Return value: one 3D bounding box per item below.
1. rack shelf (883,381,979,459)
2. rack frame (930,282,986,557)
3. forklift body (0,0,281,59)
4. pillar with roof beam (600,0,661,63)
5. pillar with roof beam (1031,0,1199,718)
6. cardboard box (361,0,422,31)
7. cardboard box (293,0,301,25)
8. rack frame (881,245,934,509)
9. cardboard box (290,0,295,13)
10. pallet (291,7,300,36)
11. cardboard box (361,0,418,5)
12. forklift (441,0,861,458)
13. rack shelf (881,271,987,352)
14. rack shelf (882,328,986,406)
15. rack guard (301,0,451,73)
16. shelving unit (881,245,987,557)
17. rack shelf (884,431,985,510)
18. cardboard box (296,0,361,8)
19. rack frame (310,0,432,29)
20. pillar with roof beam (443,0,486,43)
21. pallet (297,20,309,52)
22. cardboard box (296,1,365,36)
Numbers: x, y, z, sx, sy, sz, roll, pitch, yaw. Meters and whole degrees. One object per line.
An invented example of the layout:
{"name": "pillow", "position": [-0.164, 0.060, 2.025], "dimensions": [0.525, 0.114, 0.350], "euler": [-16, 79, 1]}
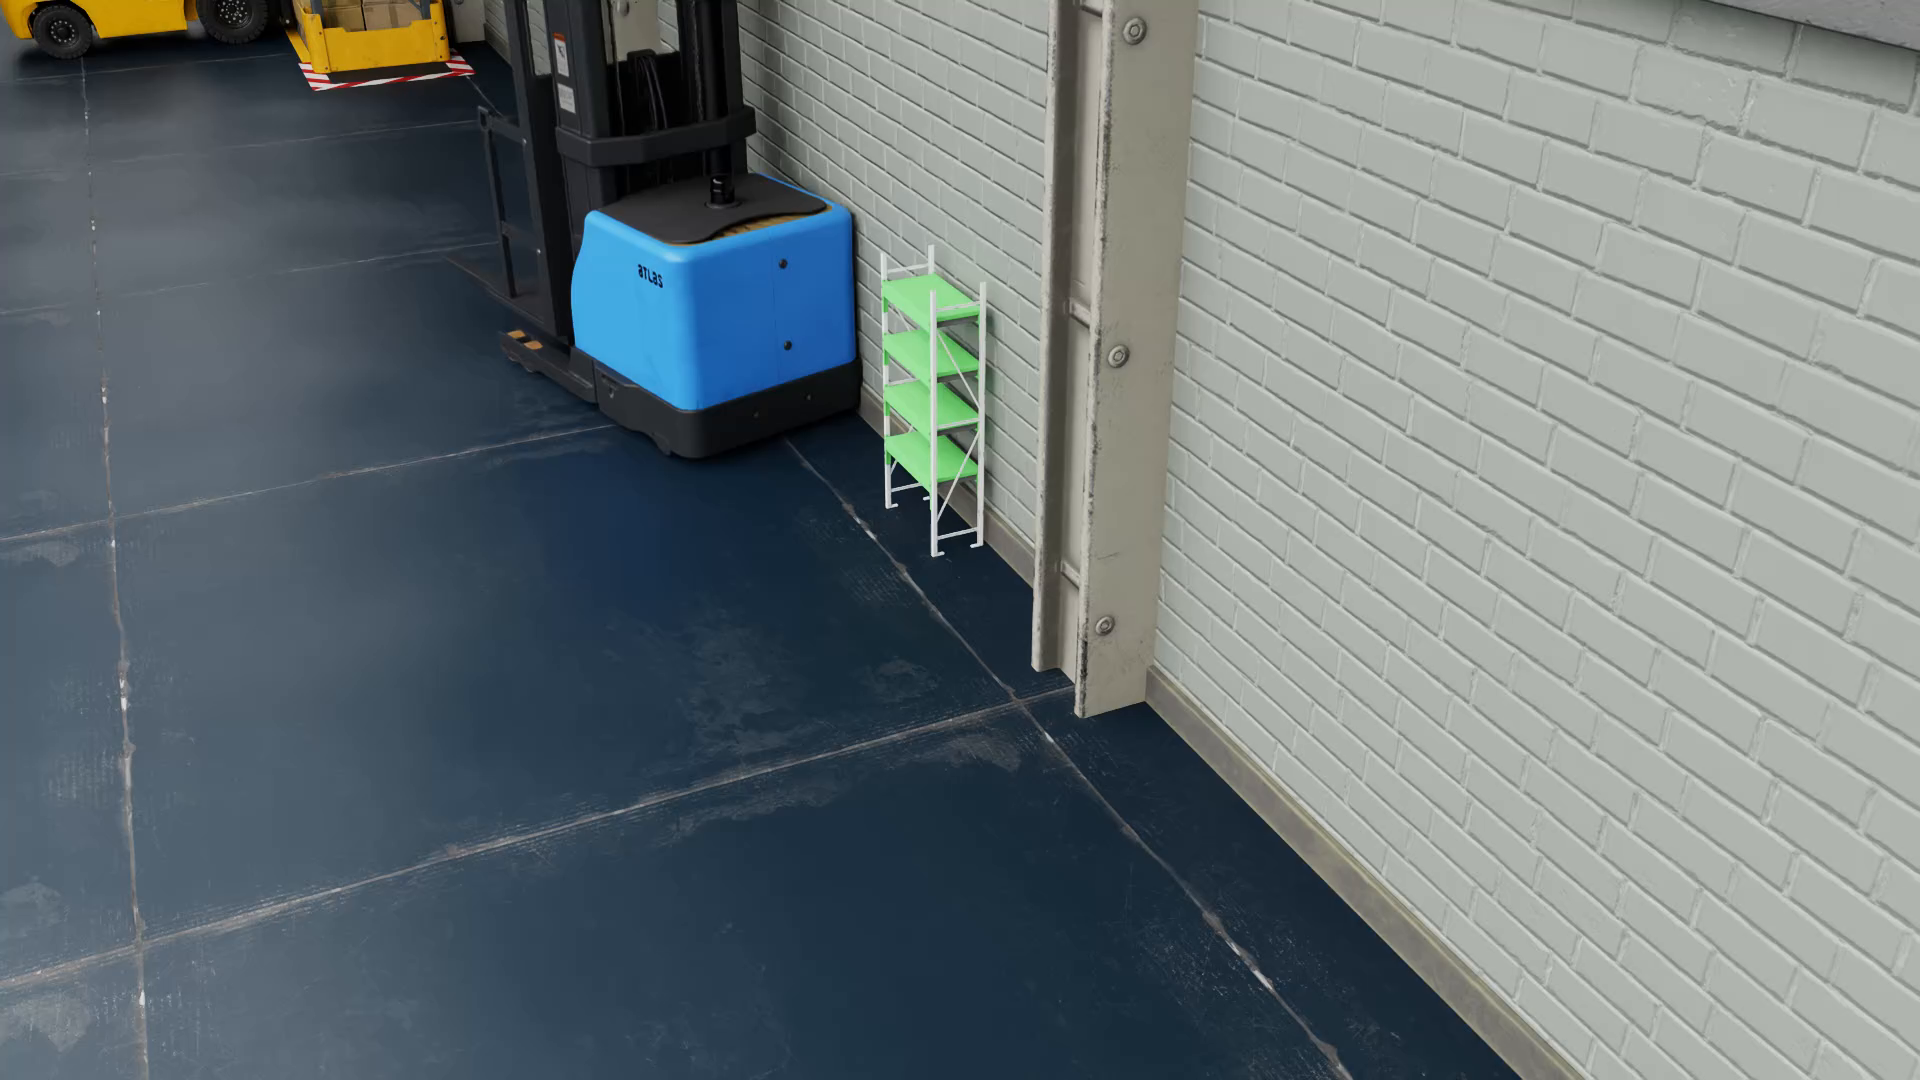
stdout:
{"name": "rack shelf", "position": [-0.115, -0.531, 7.099], "dimensions": [0.258, 0.148, 0.480], "euler": [-13, 32, -23]}
{"name": "rack frame", "position": [-0.008, -0.479, 6.876], "dimensions": [0.240, 1.200, 0.015], "euler": [-13, 32, -23]}
{"name": "forklift body", "position": [-7.632, -5.662, 15.149], "dimensions": [2.313, 2.155, 1.214], "euler": [-13, 32, -22]}
{"name": "pillar with roof beam", "position": [-5.968, -5.137, 7.210], "dimensions": [9.100, 9.000, 0.400], "euler": [-13, 32, -22]}
{"name": "pillar with roof beam", "position": [-3.392, -2.487, 2.484], "dimensions": [9.100, 9.000, 0.400], "euler": [-13, 32, -22]}
{"name": "cardboard box", "position": [-5.205, -4.820, 15.160], "dimensions": [0.500, 0.250, 0.500], "euler": [-13, 32, -22]}
{"name": "cardboard box", "position": [-5.863, -4.925, 15.347], "dimensions": [0.500, 0.250, 0.500], "euler": [-13, 32, -22]}
{"name": "rack frame", "position": [-0.221, -0.694, 7.259], "dimensions": [0.240, 1.200, 0.015], "euler": [-13, 32, -23]}
{"name": "cardboard box", "position": [-6.069, -5.147, 15.745], "dimensions": [0.500, 0.250, 0.500], "euler": [-13, 32, -21]}
{"name": "pallet", "position": [-6.056, -5.229, 16.359], "dimensions": [1.003, 0.211, 1.213], "euler": [-13, 32, -22]}
{"name": "cardboard box", "position": [-5.185, -5.031, 15.026], "dimensions": [0.500, 0.250, 0.500], "euler": [-12, 32, -21]}
{"name": "forklift", "position": [-1.829, -2.308, 8.370], "dimensions": [1.130, 2.935, 3.031], "euler": [-22, 36, -34]}
{"name": "rack shelf", "position": [-0.113, -0.950, 6.865], "dimensions": [0.258, 0.148, 0.480], "euler": [-13, 32, -23]}
{"name": "rack shelf", "position": [-0.114, -0.740, 6.982], "dimensions": [0.258, 0.148, 0.480], "euler": [-13, 32, -23]}
{"name": "rack guard", "position": [-5.160, -4.477, 14.723], "dimensions": [1.175, 0.500, 0.348], "euler": [-13, 32, -22]}
{"name": "shelving unit", "position": [-0.115, -0.586, 7.068], "dimensions": [0.258, 1.200, 0.503], "euler": [-13, 32, -23]}
{"name": "rack shelf", "position": [-0.116, -0.321, 7.216], "dimensions": [0.258, 0.148, 0.480], "euler": [-13, 32, -23]}
{"name": "cardboard box", "position": [-5.662, -4.929, 14.844], "dimensions": [0.500, 0.250, 0.500], "euler": [-14, 32, -23]}
{"name": "rack frame", "position": [-5.171, -5.578, 14.130], "dimensions": [1.000, 3.000, 0.127], "euler": [-13, 32, -22]}
{"name": "pillar with roof beam", "position": [-8.544, -7.787, 11.937], "dimensions": [9.100, 9.000, 0.400], "euler": [-13, 32, -22]}
{"name": "pallet", "position": [-5.537, -4.691, 15.399], "dimensions": [1.003, 0.211, 1.213], "euler": [-13, 32, -22]}
{"name": "cardboard box", "position": [-5.658, -4.703, 14.952], "dimensions": [0.500, 0.250, 0.500], "euler": [-13, 32, -22]}
